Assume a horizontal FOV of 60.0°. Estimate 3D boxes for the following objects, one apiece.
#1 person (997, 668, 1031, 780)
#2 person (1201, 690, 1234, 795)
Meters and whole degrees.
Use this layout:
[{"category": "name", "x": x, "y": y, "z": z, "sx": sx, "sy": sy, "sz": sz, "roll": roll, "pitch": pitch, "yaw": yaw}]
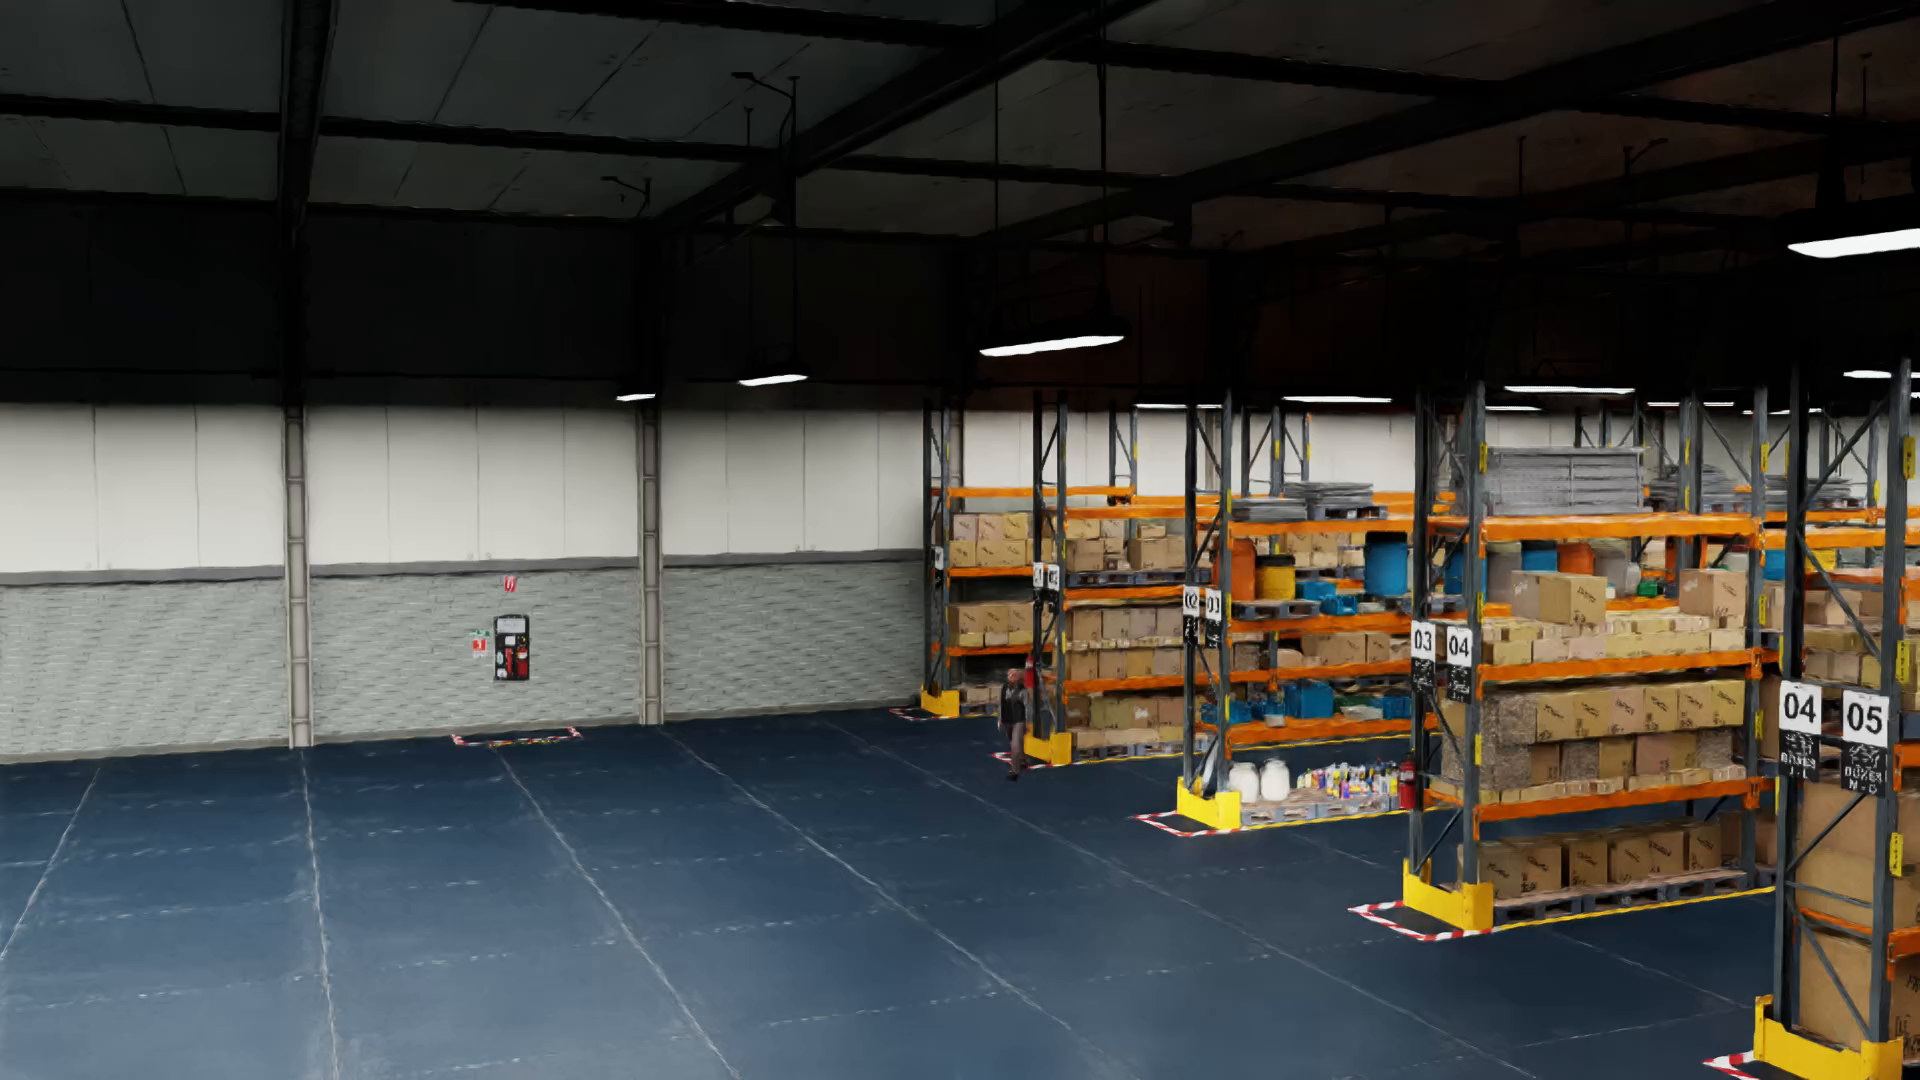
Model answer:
[{"category": "person", "x": 0.823, "y": 2.811, "z": 25.636, "sx": 0.588, "sy": 1.695, "sz": 0.930, "roll": 3, "pitch": 4, "yaw": 41}, {"category": "person", "x": 3.758, "y": 2.954, "z": 24.419, "sx": 1.036, "sy": 1.517, "sz": 0.417, "roll": -1, "pitch": 4, "yaw": -20}]
